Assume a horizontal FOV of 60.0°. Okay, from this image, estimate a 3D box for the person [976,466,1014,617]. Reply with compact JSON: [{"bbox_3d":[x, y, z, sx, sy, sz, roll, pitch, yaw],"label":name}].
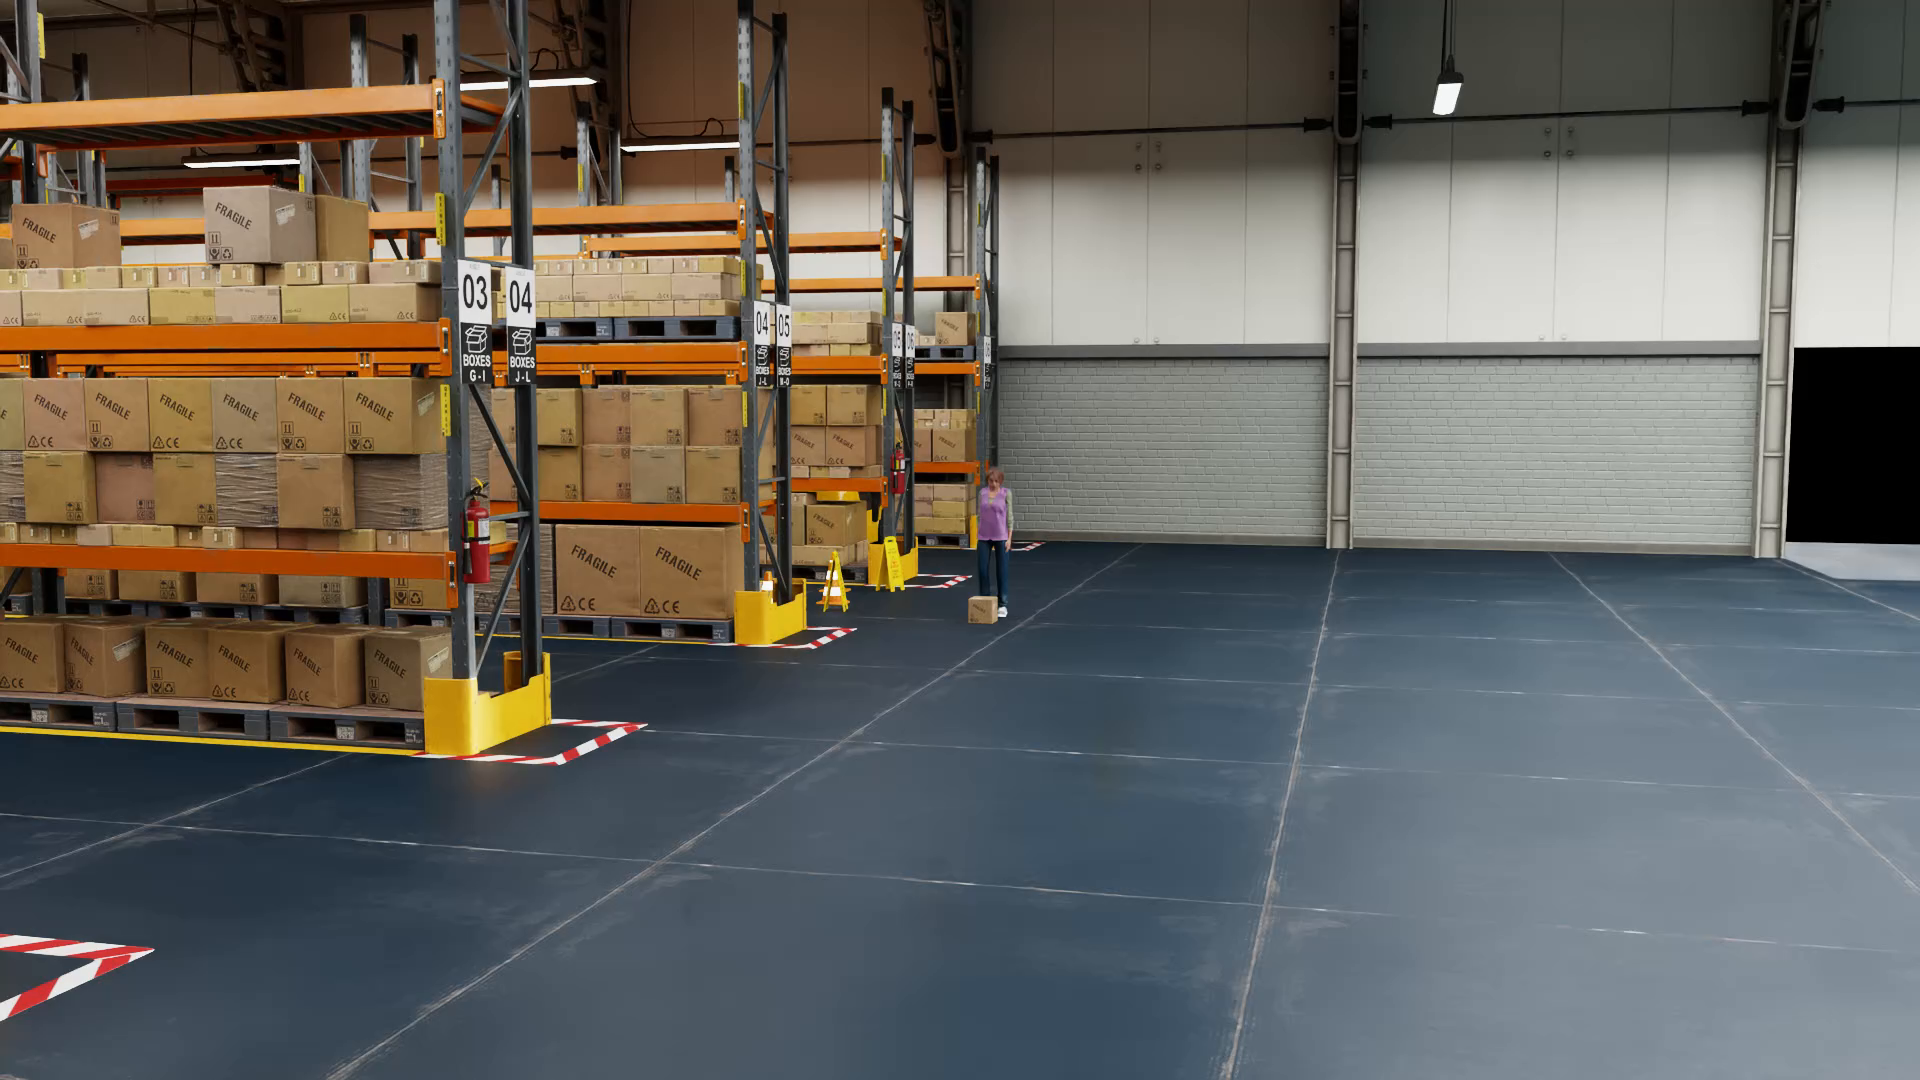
[{"bbox_3d":[0.371,0.015,17.508,0.408,1.593,0.301,1,5,15],"label":"person"}]
